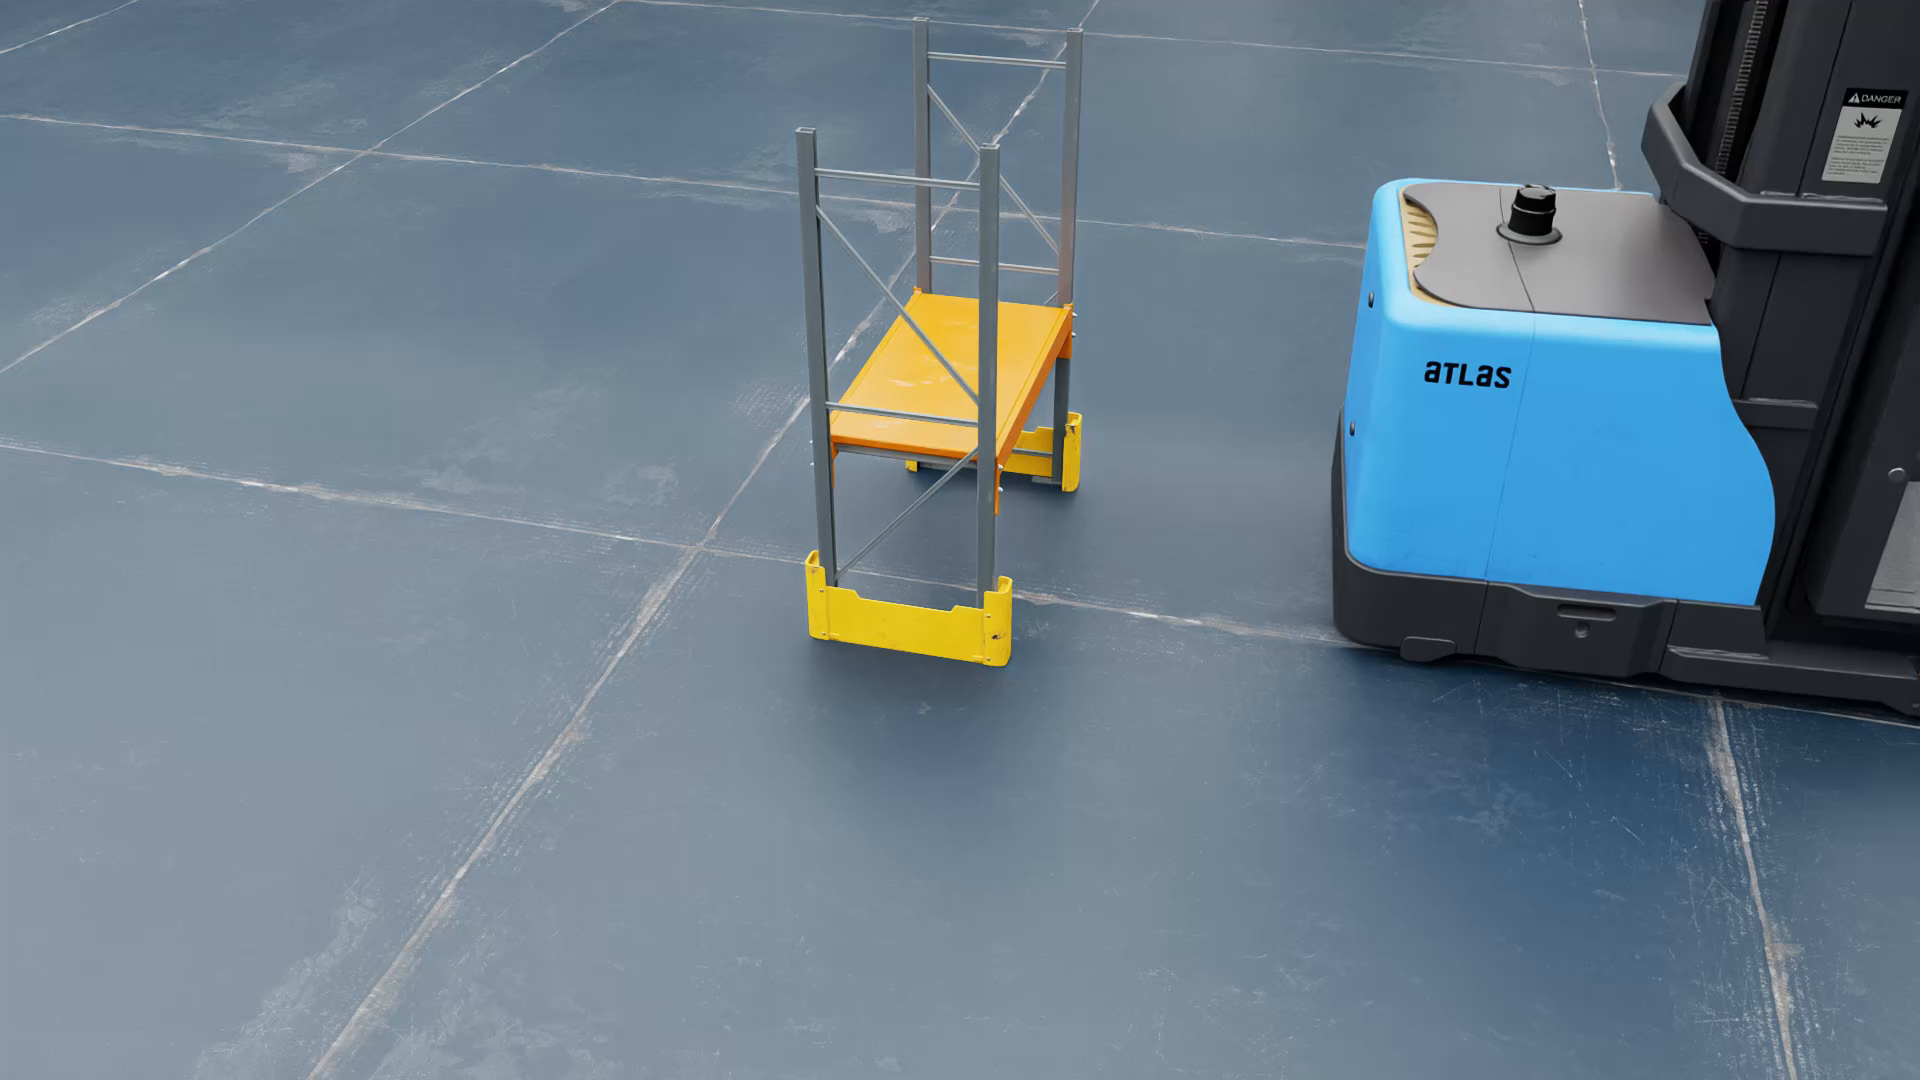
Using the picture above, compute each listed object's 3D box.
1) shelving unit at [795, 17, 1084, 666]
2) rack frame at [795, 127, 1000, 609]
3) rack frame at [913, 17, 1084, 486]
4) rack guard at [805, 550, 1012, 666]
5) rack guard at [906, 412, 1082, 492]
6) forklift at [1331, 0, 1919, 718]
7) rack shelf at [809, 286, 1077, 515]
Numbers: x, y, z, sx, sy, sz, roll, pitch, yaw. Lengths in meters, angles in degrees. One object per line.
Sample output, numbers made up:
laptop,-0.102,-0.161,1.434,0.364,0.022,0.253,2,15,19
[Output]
shelving unit,-0.019,-0.593,4.785,0.587,1.500,1.083,8,33,12
rack frame,-0.151,-0.325,4.363,0.500,1.500,0.032,8,33,12
rack frame,0.107,-0.852,5.193,0.500,1.500,0.032,8,33,12
rack guard,-0.146,0.192,4.714,0.587,0.250,0.087,8,33,12
rack guard,0.107,-0.324,5.527,0.587,0.250,0.087,8,33,12
forklift,2.635,-1.027,4.133,3.031,2.935,1.130,5,33,9
rack shelf,-0.022,-0.437,4.875,0.538,0.185,1.000,8,33,12
